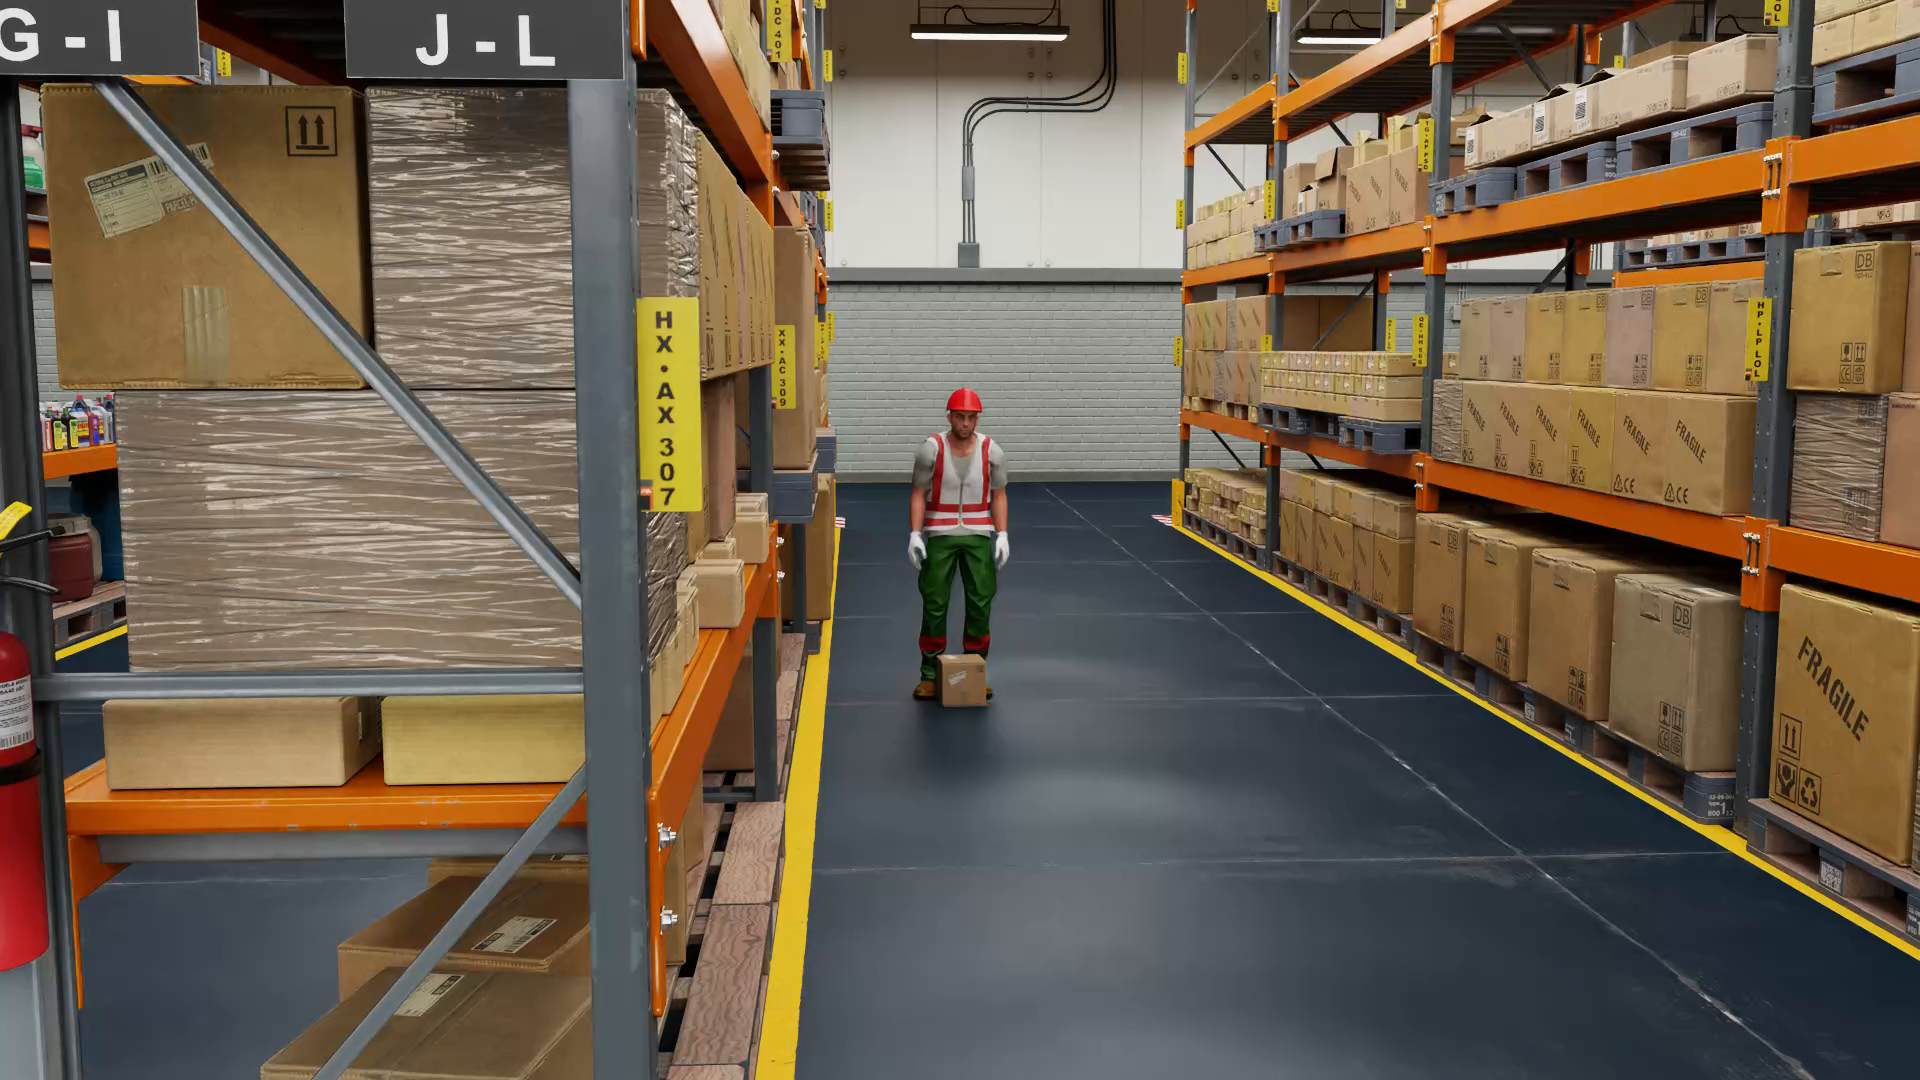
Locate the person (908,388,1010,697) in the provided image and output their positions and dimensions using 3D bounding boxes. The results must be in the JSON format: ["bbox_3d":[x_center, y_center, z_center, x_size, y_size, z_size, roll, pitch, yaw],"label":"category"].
[{"bbox_3d":[-0.005,0.013,9.571,0.597,1.778,0.450,-1,7,-6],"label":"person"}]
